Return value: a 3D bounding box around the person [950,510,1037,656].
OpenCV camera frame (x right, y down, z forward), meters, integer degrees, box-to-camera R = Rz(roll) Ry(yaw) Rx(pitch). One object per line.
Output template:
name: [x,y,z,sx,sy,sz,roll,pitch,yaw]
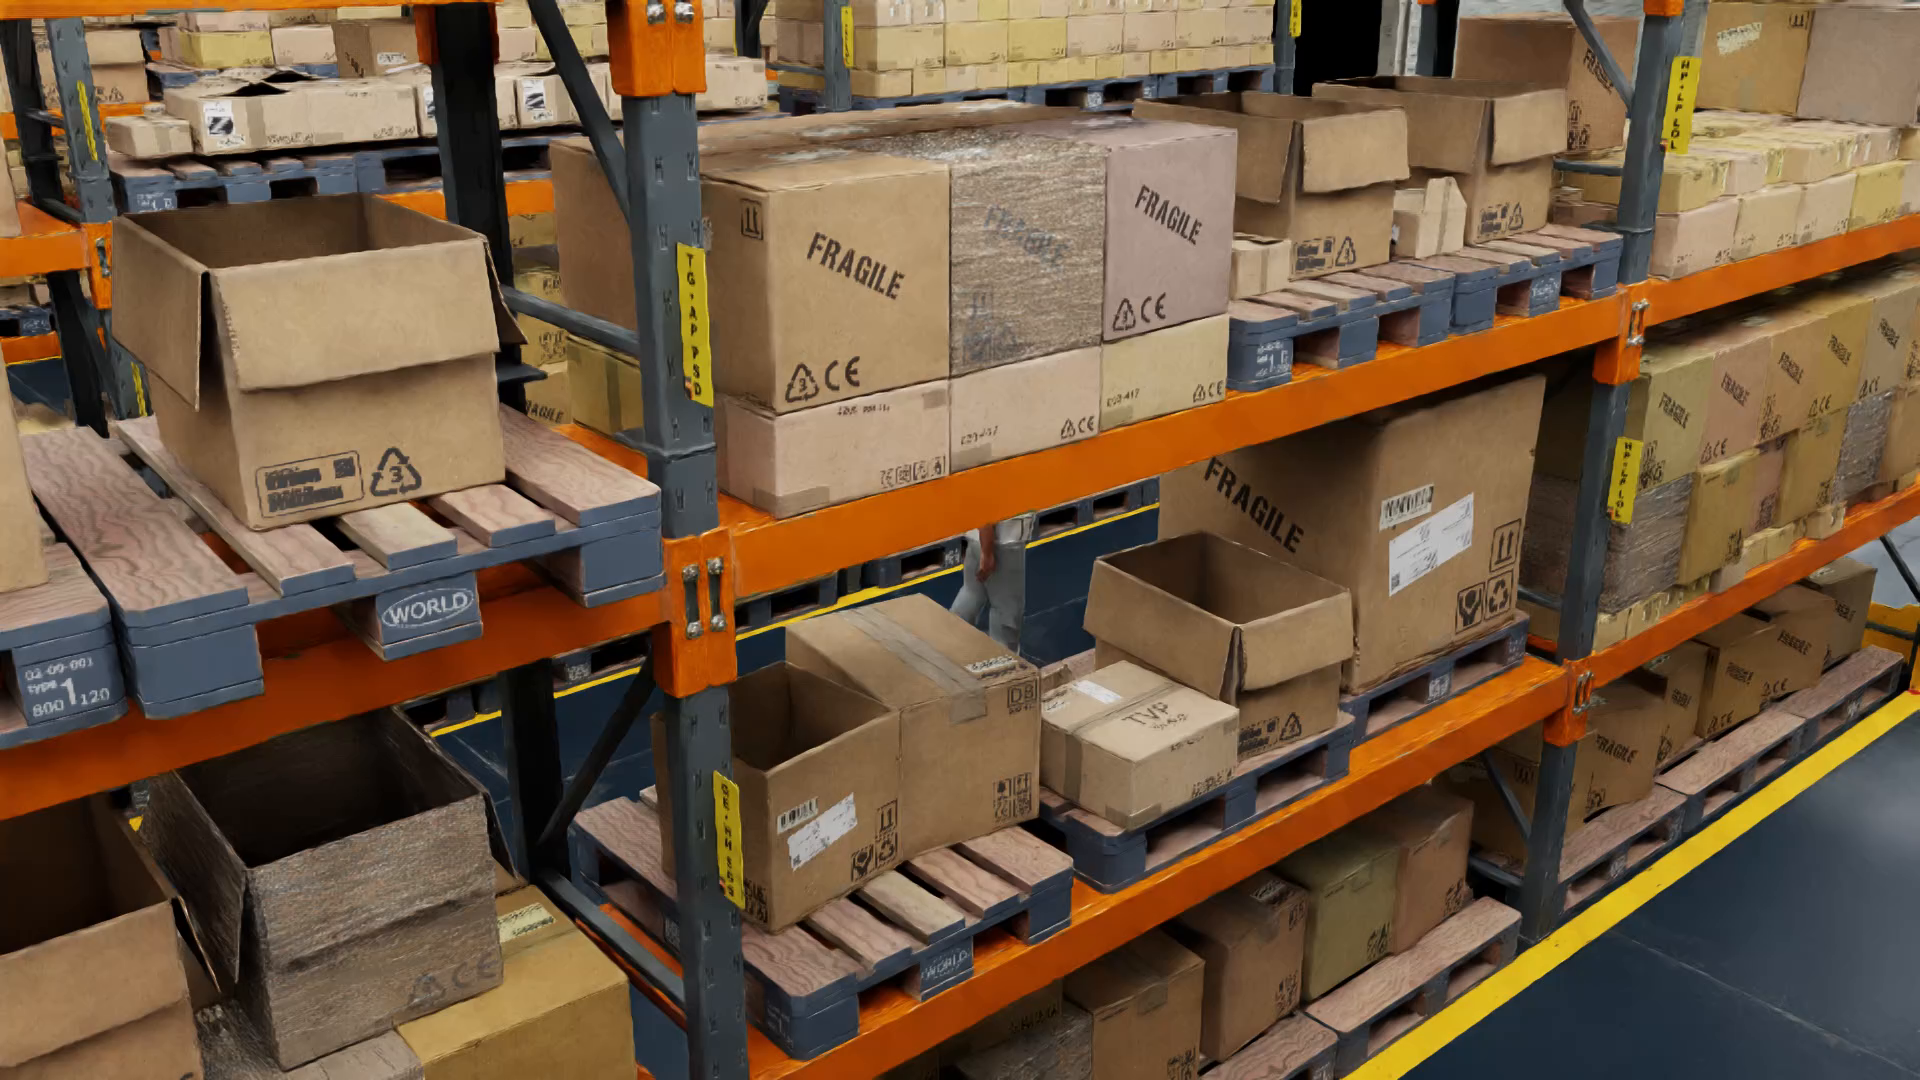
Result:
person: [0.189,-0.034,9.149,0.599,1.754,0.594,-3,21,-7]
